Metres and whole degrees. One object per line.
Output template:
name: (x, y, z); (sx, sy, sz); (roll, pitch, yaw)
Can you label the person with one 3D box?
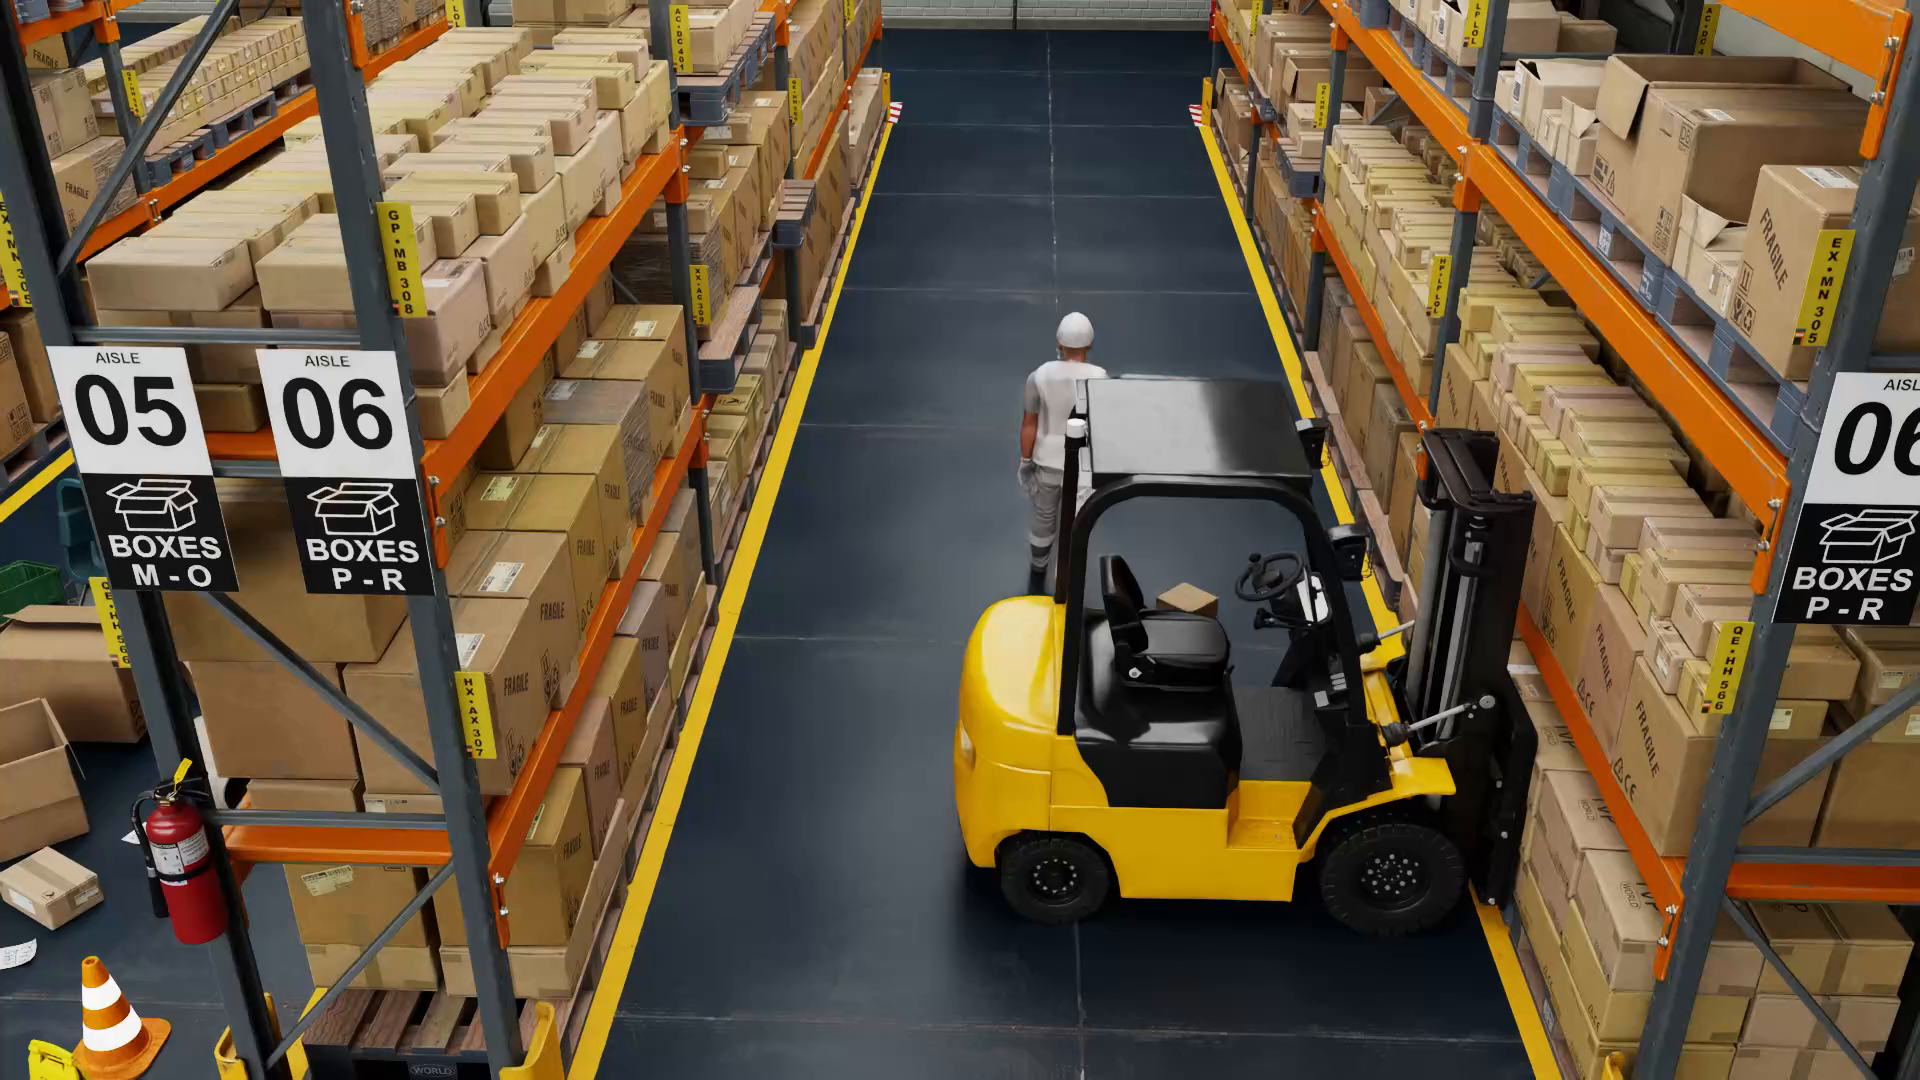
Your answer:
person: (0.601, -0.464, 9.465); (0.645, 1.750, 0.890); (11, 30, 19)
